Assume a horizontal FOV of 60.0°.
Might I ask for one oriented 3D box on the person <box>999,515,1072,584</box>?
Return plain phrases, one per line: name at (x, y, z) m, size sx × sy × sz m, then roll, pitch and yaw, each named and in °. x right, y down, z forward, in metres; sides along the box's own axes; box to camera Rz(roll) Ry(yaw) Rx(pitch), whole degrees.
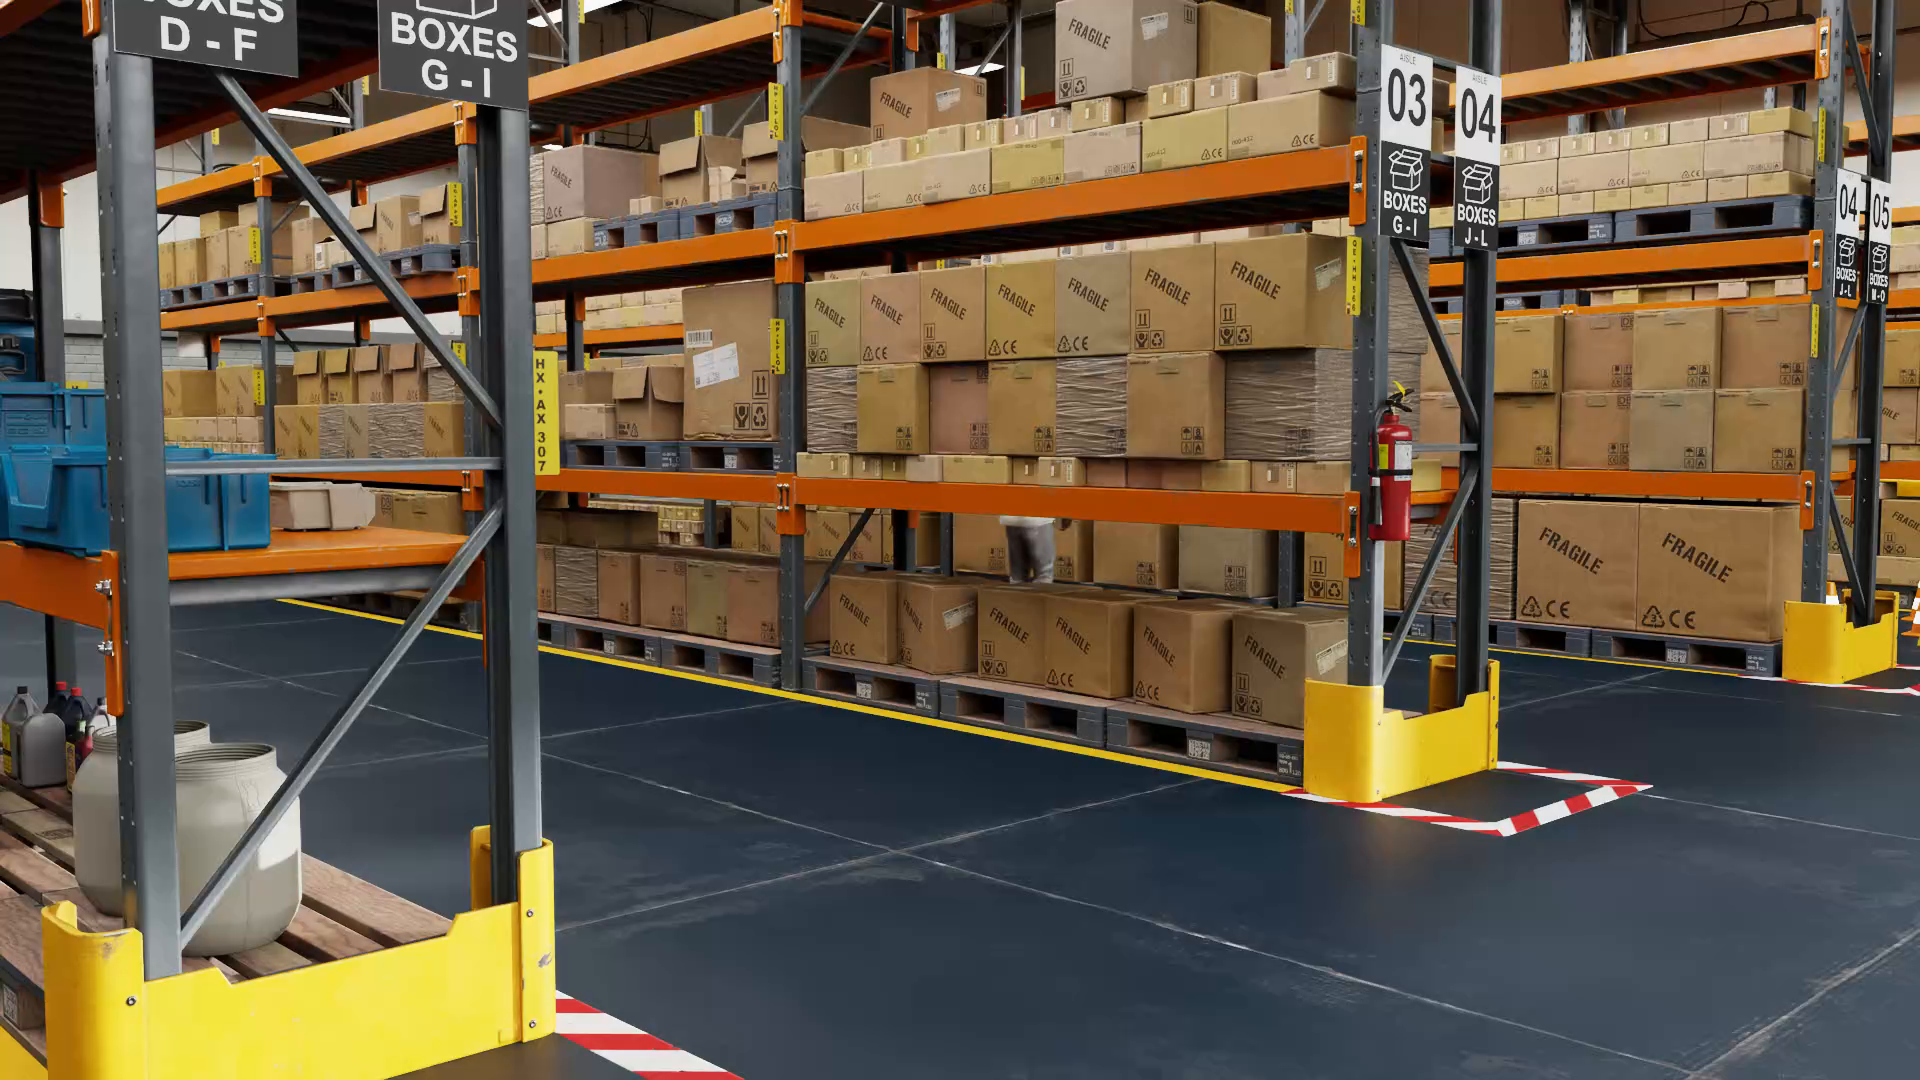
person at (0.565, -0.125, 12.423) m, size 0.541 × 1.770 × 0.548 m, roll -4°, pitch 5°, yaw -44°
